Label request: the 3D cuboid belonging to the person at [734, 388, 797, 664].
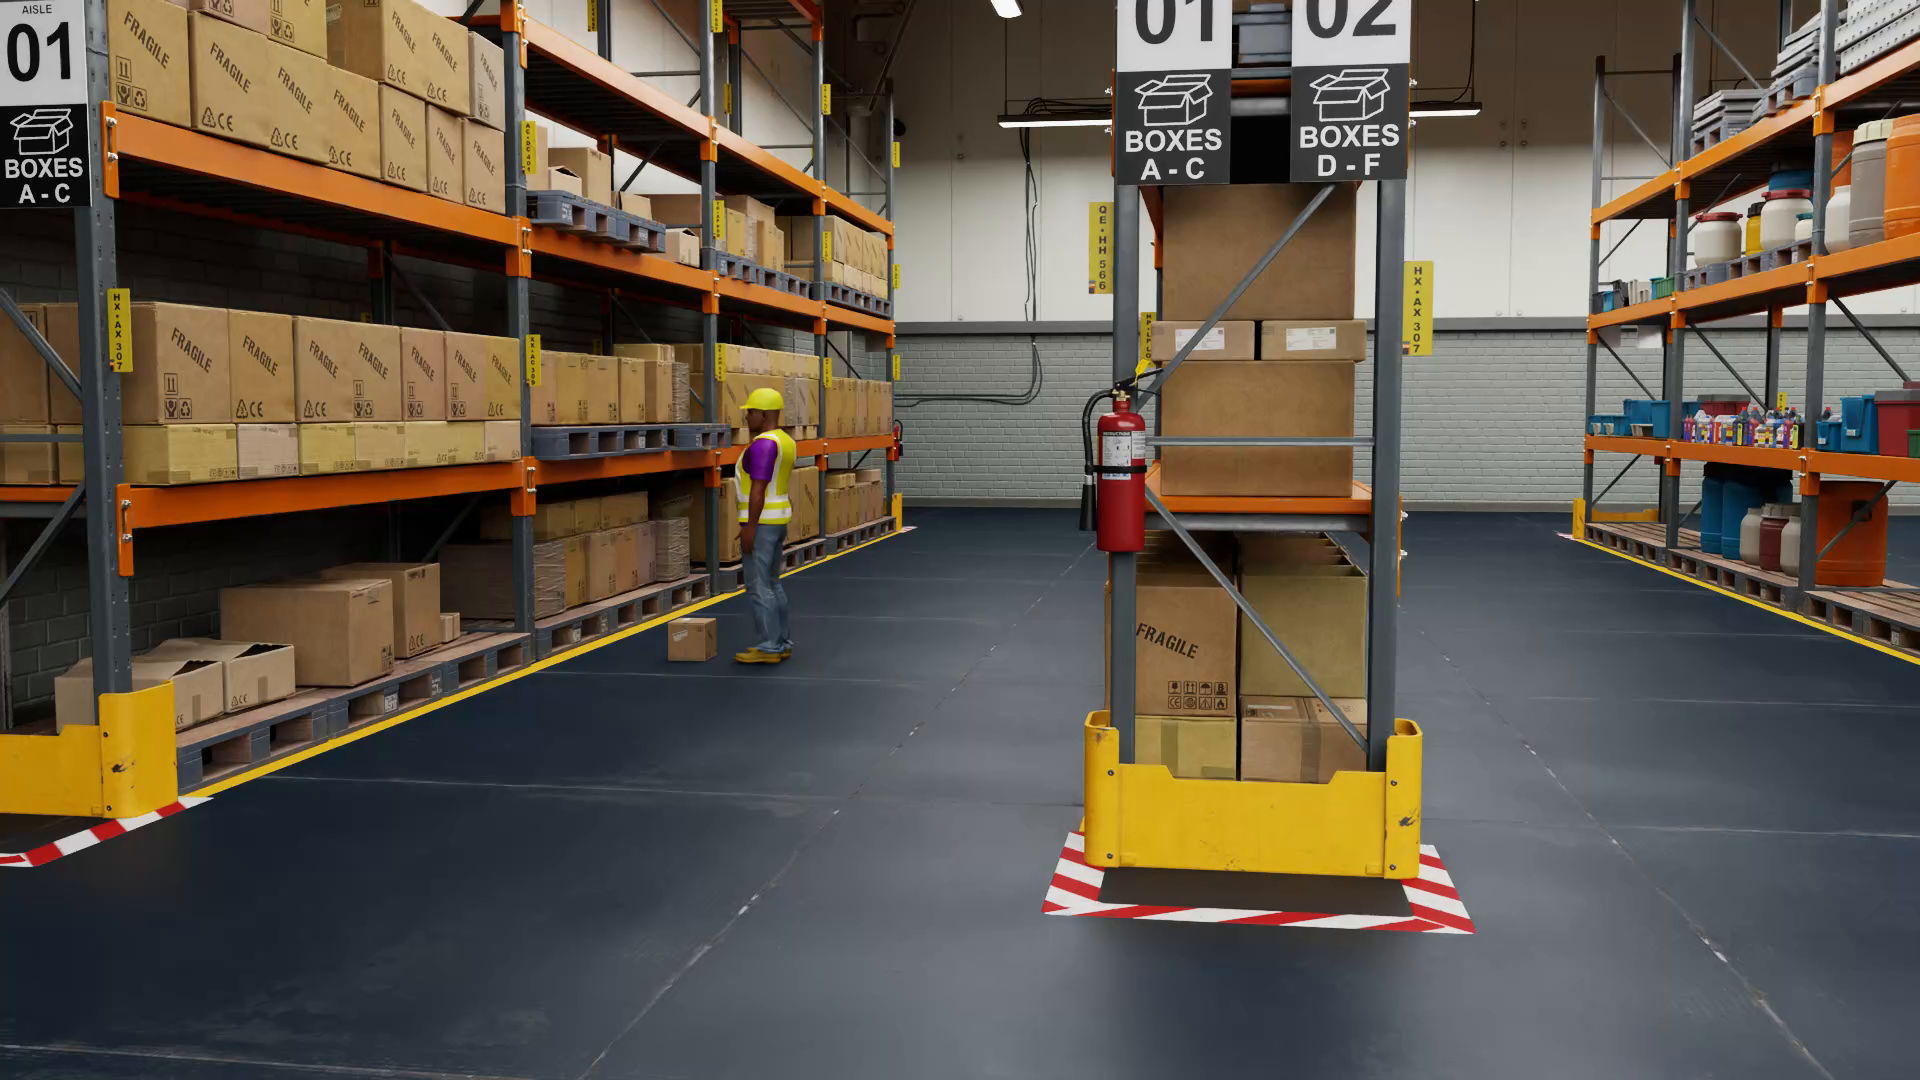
[{"bbox_3d":[-1.264,-0.095,10.733,0.358,1.762,0.563,1,5,10],"label":"person"}]
